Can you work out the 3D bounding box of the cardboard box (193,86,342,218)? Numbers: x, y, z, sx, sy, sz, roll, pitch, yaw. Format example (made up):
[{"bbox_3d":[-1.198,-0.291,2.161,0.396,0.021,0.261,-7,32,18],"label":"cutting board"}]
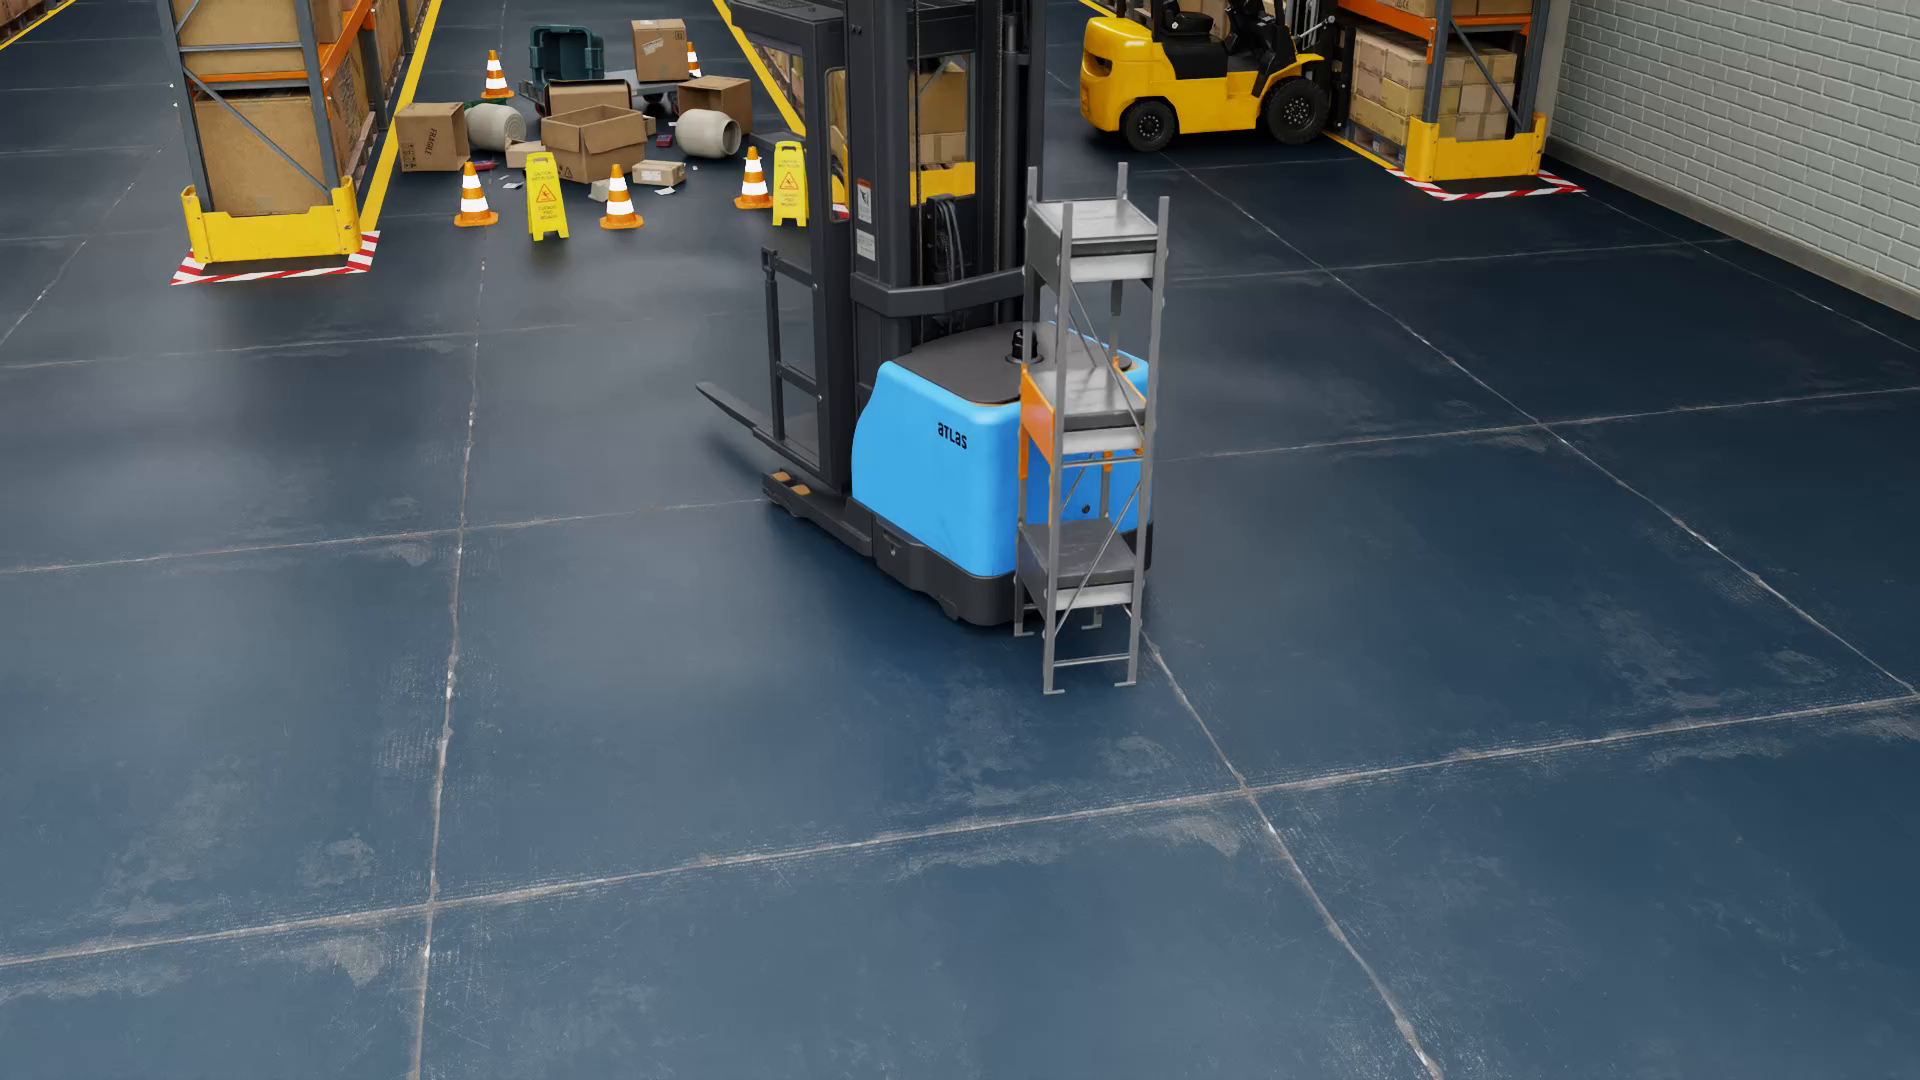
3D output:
[{"bbox_3d":[-5.357,-3.056,12.868,0.875,0.875,0.875,-6,27,-11],"label":"cardboard box"}]

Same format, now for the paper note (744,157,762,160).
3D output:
[{"bbox_3d":[-1.876,-3.471,15.093,0.142,0.019,0.148,-16,31,-29],"label":"paper note"}]

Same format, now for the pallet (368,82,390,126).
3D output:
[{"bbox_3d":[-6.288,-4.368,16.670,1.003,0.211,1.213,-6,27,-12],"label":"pallet"}]

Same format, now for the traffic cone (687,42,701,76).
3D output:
[{"bbox_3d":[-2.884,-5.099,17.838,0.336,0.463,0.334,-6,27,-12],"label":"traffic cone"}]

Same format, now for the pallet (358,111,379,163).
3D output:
[{"bbox_3d":[-5.946,-3.695,15.337,1.003,0.211,1.213,-6,27,-12],"label":"pallet"}]

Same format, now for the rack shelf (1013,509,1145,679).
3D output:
[{"bbox_3d":[0.495,0.221,7.055,0.431,0.518,0.480,-6,28,-12],"label":"rack shelf"}]

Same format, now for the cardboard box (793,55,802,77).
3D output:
[{"bbox_3d":[-1.371,-4.837,16.258,0.500,0.500,0.500,-5,27,-9],"label":"cardboard box"}]

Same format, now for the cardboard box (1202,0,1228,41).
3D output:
[{"bbox_3d":[3.298,-6.031,19.040,0.875,0.625,0.625,-6,27,-12],"label":"cardboard box"}]

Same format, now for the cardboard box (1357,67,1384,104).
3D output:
[{"bbox_3d":[3.979,-4.165,15.204,0.500,0.250,0.500,-6,27,-12],"label":"cardboard box"}]

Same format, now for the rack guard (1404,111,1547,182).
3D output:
[{"bbox_3d":[4.501,-3.452,14.535,1.175,0.500,0.348,-6,27,-12],"label":"rack guard"}]

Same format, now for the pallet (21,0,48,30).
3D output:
[{"bbox_3d":[-12.452,-6.759,21.406,1.003,0.211,1.213,-6,27,-12],"label":"pallet"}]

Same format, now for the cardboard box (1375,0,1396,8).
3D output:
[{"bbox_3d":[4.021,-5.041,14.798,0.500,0.500,0.500,-5,27,-10],"label":"cardboard box"}]

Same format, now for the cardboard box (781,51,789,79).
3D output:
[{"bbox_3d":[-1.361,-5.073,17.423,0.950,0.372,0.625,-6,27,-11],"label":"cardboard box"}]

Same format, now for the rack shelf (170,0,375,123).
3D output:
[{"bbox_3d":[-5.590,-4.083,13.809,1.077,0.370,4.000,-6,27,-12],"label":"rack shelf"}]

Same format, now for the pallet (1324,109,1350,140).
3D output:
[{"bbox_3d":[4.011,-4.200,16.337,1.003,0.211,1.213,-6,27,-12],"label":"pallet"}]

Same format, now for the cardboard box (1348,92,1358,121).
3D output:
[{"bbox_3d":[3.875,-4.153,15.734,0.500,0.250,0.500,-6,27,-11],"label":"cardboard box"}]

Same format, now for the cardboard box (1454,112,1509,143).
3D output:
[{"bbox_3d":[4.576,-3.774,14.984,0.500,0.250,0.500,-6,27,-11],"label":"cardboard box"}]

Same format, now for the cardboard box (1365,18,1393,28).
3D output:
[{"bbox_3d":[4.245,-4.881,16.066,0.500,0.250,0.500,-6,27,-13],"label":"cardboard box"}]

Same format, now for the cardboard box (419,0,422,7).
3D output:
[{"bbox_3d":[-7.205,-7.115,21.326,0.500,0.500,0.500,-7,28,-13],"label":"cardboard box"}]

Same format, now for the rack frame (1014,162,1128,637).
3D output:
[{"bbox_3d":[0.448,-0.523,6.937,0.400,2.100,0.015,-6,28,-12],"label":"rack frame"}]

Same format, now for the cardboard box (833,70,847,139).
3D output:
[{"bbox_3d":[-0.774,-3.693,13.991,0.500,0.500,0.500,-6,27,-11],"label":"cardboard box"}]

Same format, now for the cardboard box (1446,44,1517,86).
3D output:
[{"bbox_3d":[4.572,-4.215,14.748,0.500,0.250,0.500,-6,27,-12],"label":"cardboard box"}]

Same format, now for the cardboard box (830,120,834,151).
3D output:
[{"bbox_3d":[-0.893,-3.589,14.617,0.500,0.250,0.500,-6,27,-11],"label":"cardboard box"}]

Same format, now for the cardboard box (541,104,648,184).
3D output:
[{"bbox_3d":[-3.202,-3.473,14.572,0.637,0.503,0.797,19,32,32],"label":"cardboard box"}]

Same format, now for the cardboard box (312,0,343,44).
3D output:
[{"bbox_3d":[-5.416,-4.249,13.173,0.875,0.550,0.550,-6,27,-12],"label":"cardboard box"}]

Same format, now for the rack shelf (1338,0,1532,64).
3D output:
[{"bbox_3d":[4.045,-5.136,15.894,1.077,0.370,4.000,-6,27,-12],"label":"rack shelf"}]

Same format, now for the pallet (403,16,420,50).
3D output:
[{"bbox_3d":[-7.117,-6.136,20.173,1.003,0.211,1.213,-6,27,-12],"label":"pallet"}]

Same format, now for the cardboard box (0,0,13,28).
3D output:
[{"bbox_3d":[-12.126,-6.515,19.720,1.225,0.875,0.875,-6,27,-11],"label":"cardboard box"}]

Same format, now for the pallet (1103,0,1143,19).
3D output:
[{"bbox_3d":[2.561,-7.177,22.236,1.003,0.211,1.213,-6,27,-12],"label":"pallet"}]

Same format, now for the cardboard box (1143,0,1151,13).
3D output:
[{"bbox_3d":[2.820,-6.943,20.846,0.875,0.625,0.625,-5,27,-10],"label":"cardboard box"}]

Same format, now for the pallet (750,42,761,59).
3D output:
[{"bbox_3d":[-1.968,-5.997,19.897,1.003,0.211,1.213,-6,27,-12],"label":"pallet"}]

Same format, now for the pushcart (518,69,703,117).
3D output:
[{"bbox_3d":[-3.451,-4.405,16.558,1.648,0.377,0.936,-16,31,-29],"label":"pushcart"}]

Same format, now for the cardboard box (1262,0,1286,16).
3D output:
[{"bbox_3d":[3.398,-5.497,17.287,0.500,0.250,0.500,-6,27,-12],"label":"cardboard box"}]

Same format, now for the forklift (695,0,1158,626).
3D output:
[{"bbox_3d":[-0.365,-1.537,8.043,1.130,2.935,3.031,-18,32,-31],"label":"forklift"}]

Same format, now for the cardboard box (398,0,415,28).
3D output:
[{"bbox_3d":[-6.853,-6.446,20.000,0.500,0.500,0.500,-7,28,-14],"label":"cardboard box"}]

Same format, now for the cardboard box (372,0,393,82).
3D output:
[{"bbox_3d":[-6.482,-5.152,17.160,1.050,0.750,0.750,-6,27,-12],"label":"cardboard box"}]

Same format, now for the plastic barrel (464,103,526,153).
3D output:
[{"bbox_3d":[-4.291,-3.790,15.288,0.512,0.421,0.421,13,30,24],"label":"plastic barrel"}]

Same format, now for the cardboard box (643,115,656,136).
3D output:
[{"bbox_3d":[-3.148,-4.033,15.945,0.396,0.266,0.258,19,32,32],"label":"cardboard box"}]

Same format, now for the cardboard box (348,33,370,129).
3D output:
[{"bbox_3d":[-5.967,-4.238,15.209,0.875,0.875,0.875,-6,27,-11],"label":"cardboard box"}]

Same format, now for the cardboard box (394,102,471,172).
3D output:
[{"bbox_3d":[-4.691,-3.590,14.805,0.500,0.500,0.500,-1,27,-3],"label":"cardboard box"}]

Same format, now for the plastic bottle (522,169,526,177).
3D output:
[{"bbox_3d":[-3.739,-3.208,14.539,0.133,0.061,0.283,-16,31,-29],"label":"plastic bottle"}]

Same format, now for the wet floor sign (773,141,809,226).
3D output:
[{"bbox_3d":[-1.339,-2.830,13.141,0.267,0.644,0.232,3,27,6],"label":"wet floor sign"}]

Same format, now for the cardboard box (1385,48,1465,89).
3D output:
[{"bbox_3d":[4.088,-4.156,14.630,0.500,0.250,0.500,-5,27,-10],"label":"cardboard box"}]

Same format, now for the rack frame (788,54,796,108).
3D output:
[{"bbox_3d":[-1.241,-5.829,16.470,1.000,3.000,0.127,-6,27,-12],"label":"rack frame"}]

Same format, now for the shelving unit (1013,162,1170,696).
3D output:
[{"bbox_3d":[0.502,-0.413,6.726,0.431,2.100,0.503,-6,28,-12],"label":"shelving unit"}]

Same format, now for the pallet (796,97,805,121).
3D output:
[{"bbox_3d":[-1.055,-4.293,16.521,1.003,0.211,1.213,-6,27,-12],"label":"pallet"}]

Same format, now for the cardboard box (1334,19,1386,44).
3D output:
[{"bbox_3d":[3.737,-4.823,15.952,0.500,0.250,0.500,-7,28,-13],"label":"cardboard box"}]

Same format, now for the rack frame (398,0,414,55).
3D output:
[{"bbox_3d":[-6.942,-7.038,18.865,1.000,3.000,0.127,-6,27,-12],"label":"rack frame"}]

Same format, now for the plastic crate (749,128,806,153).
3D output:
[{"bbox_3d":[-1.686,-3.753,15.597,0.402,0.080,0.583,-16,31,-29],"label":"plastic crate"}]
